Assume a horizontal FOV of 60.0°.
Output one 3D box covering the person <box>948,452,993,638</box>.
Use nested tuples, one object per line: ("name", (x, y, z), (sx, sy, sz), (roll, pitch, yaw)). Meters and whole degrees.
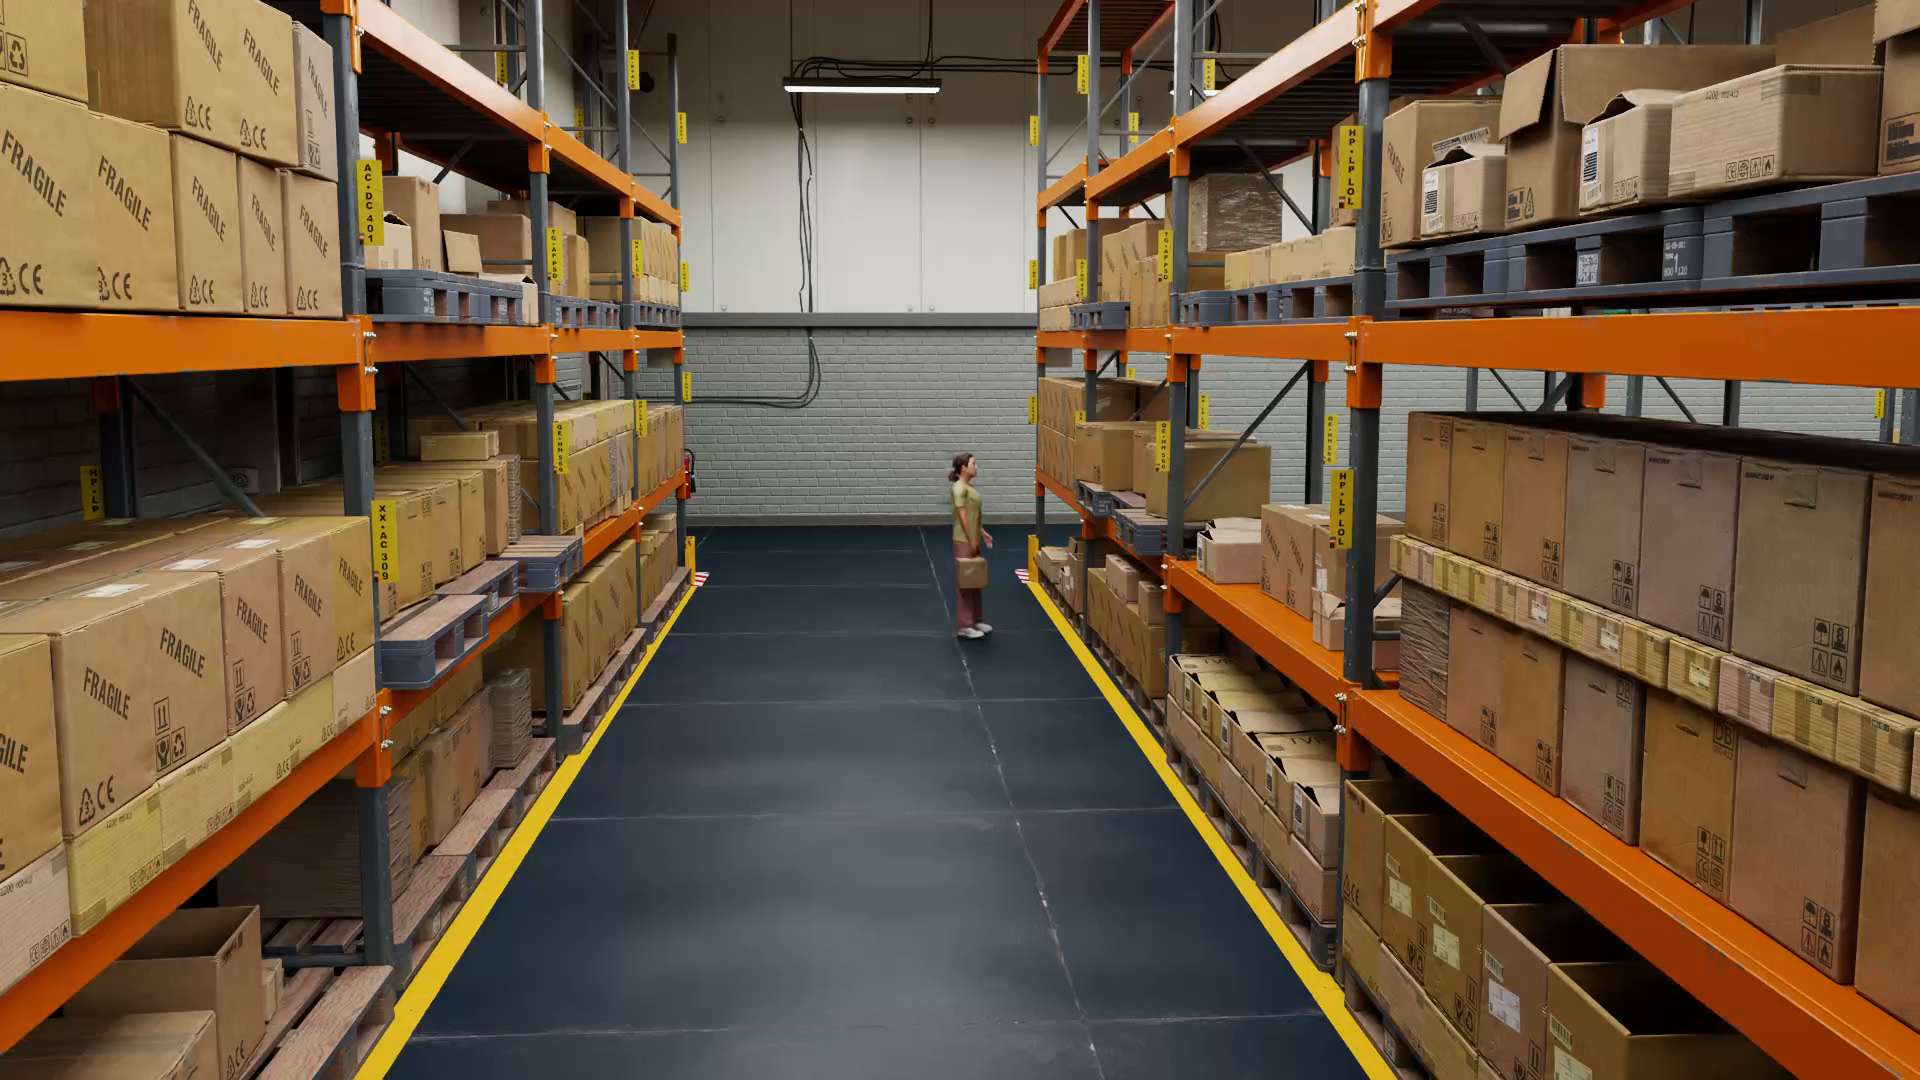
("person", (0.082, 0.034, 15.324), (0.433, 1.684, 0.526), (1, 7, 10))
